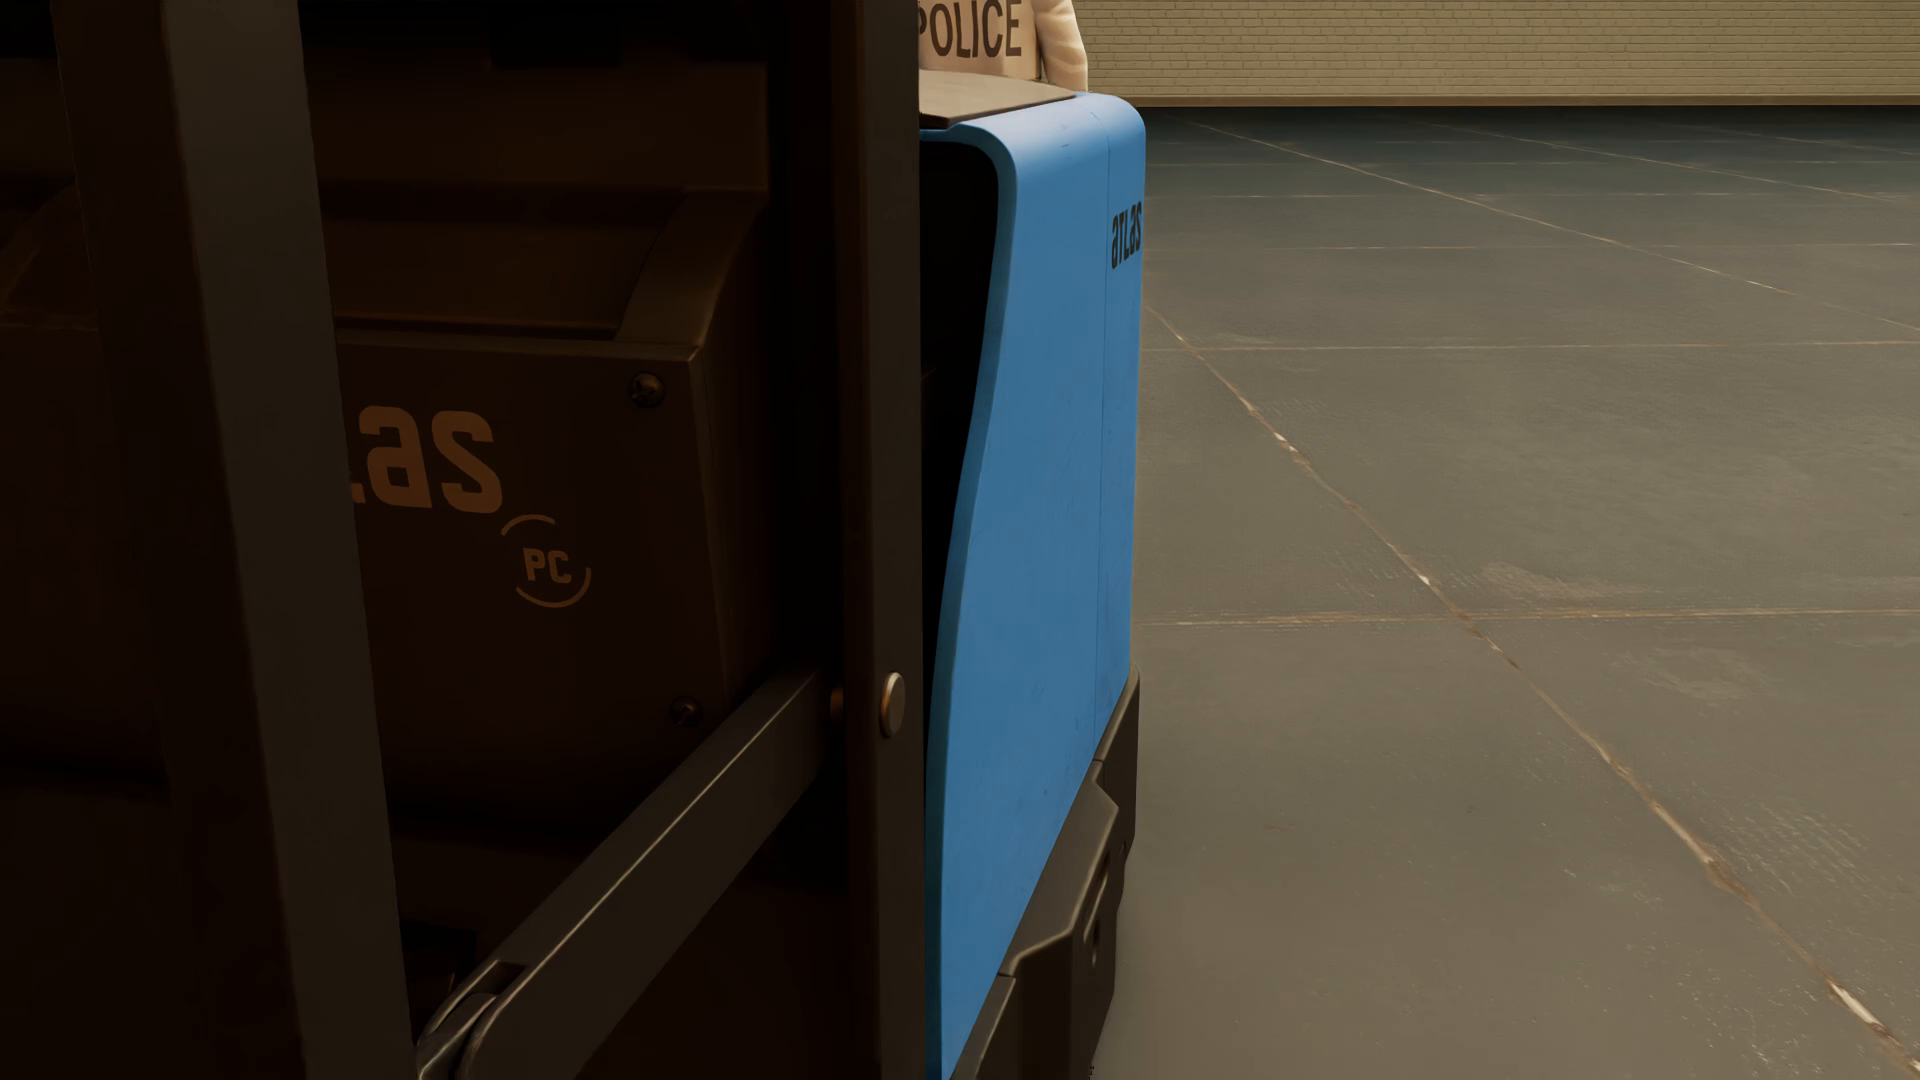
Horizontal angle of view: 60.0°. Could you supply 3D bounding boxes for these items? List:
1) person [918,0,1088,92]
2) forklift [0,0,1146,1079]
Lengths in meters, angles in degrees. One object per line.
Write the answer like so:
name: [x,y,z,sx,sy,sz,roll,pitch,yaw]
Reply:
person: [0.003,-0.837,3.734,0.587,1.695,0.531,-1,17,-3]
forklift: [-0.625,-0.557,0.728,1.130,2.935,3.031,4,18,14]
